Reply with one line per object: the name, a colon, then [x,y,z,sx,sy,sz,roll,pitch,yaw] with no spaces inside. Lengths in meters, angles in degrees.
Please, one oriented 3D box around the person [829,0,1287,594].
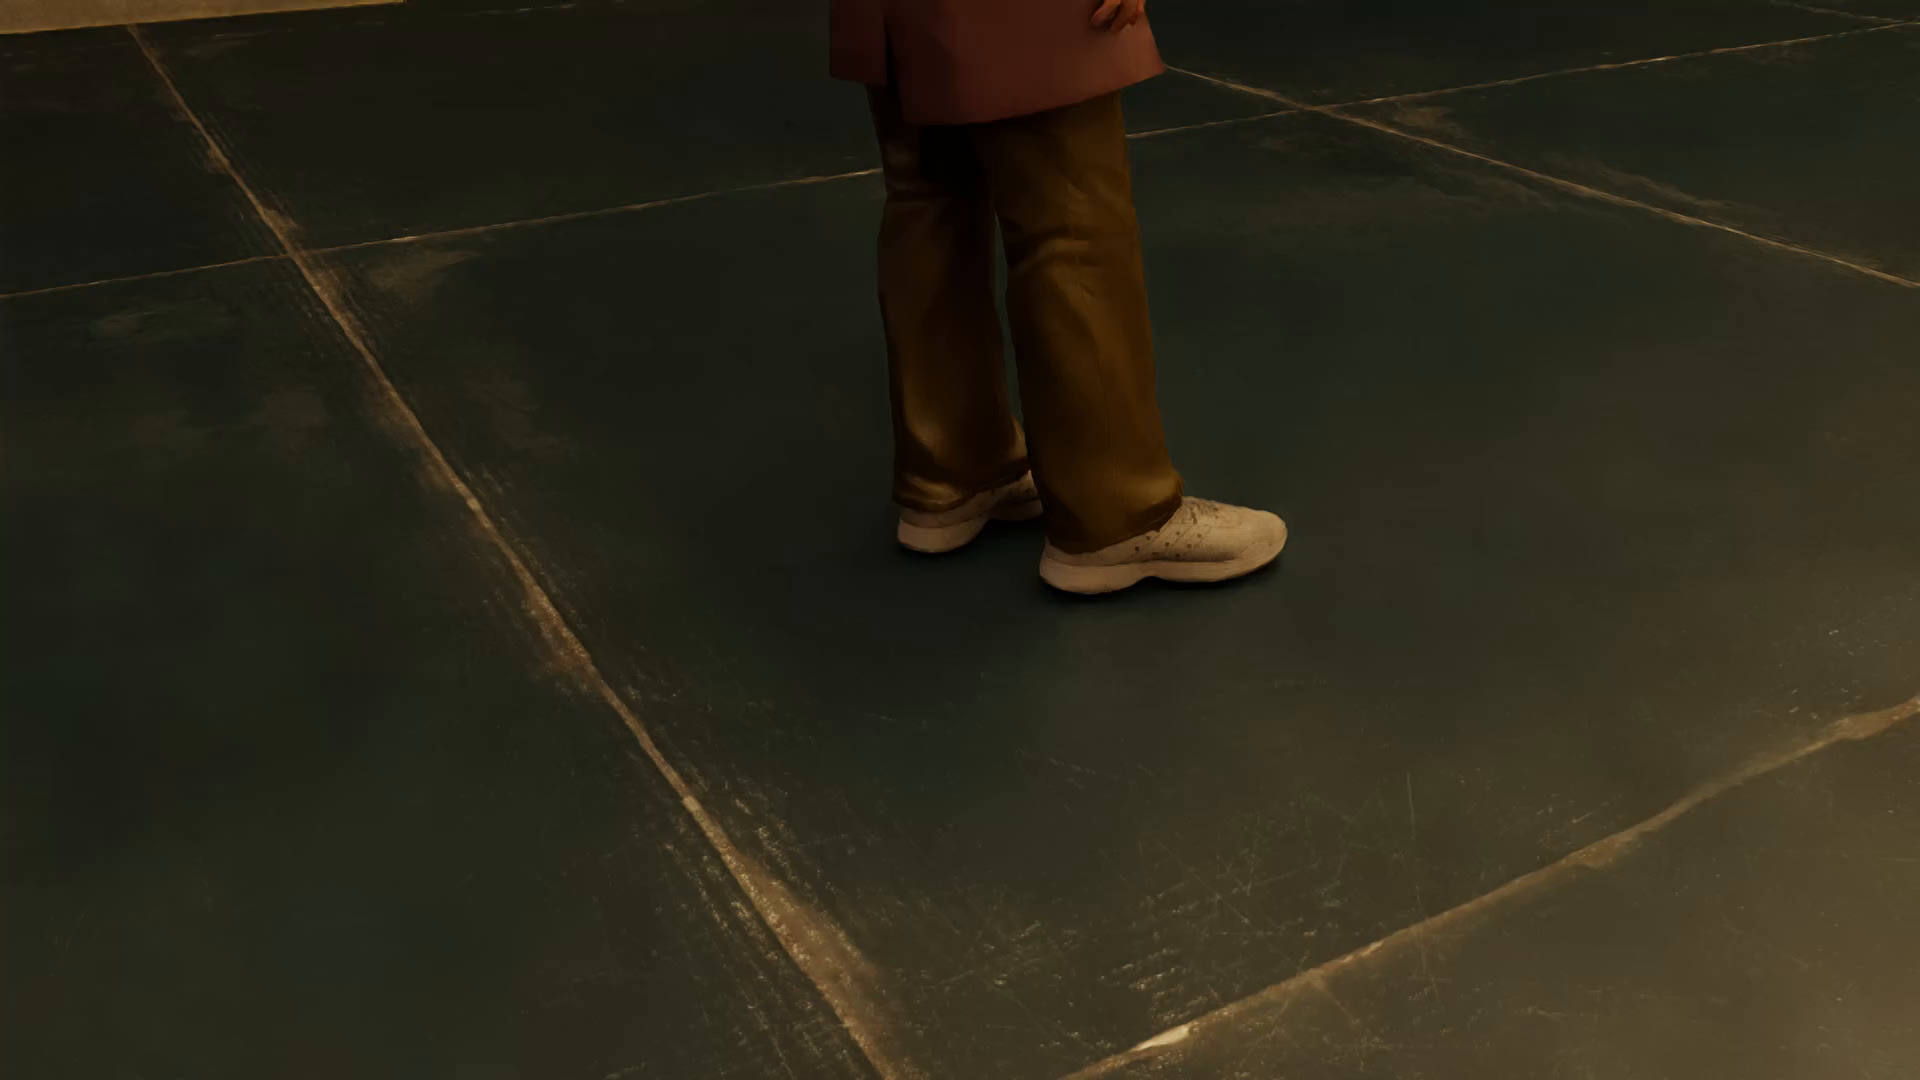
person: [0.082,-0.818,2.131,0.580,1.776,0.694,-15,30,-26]
